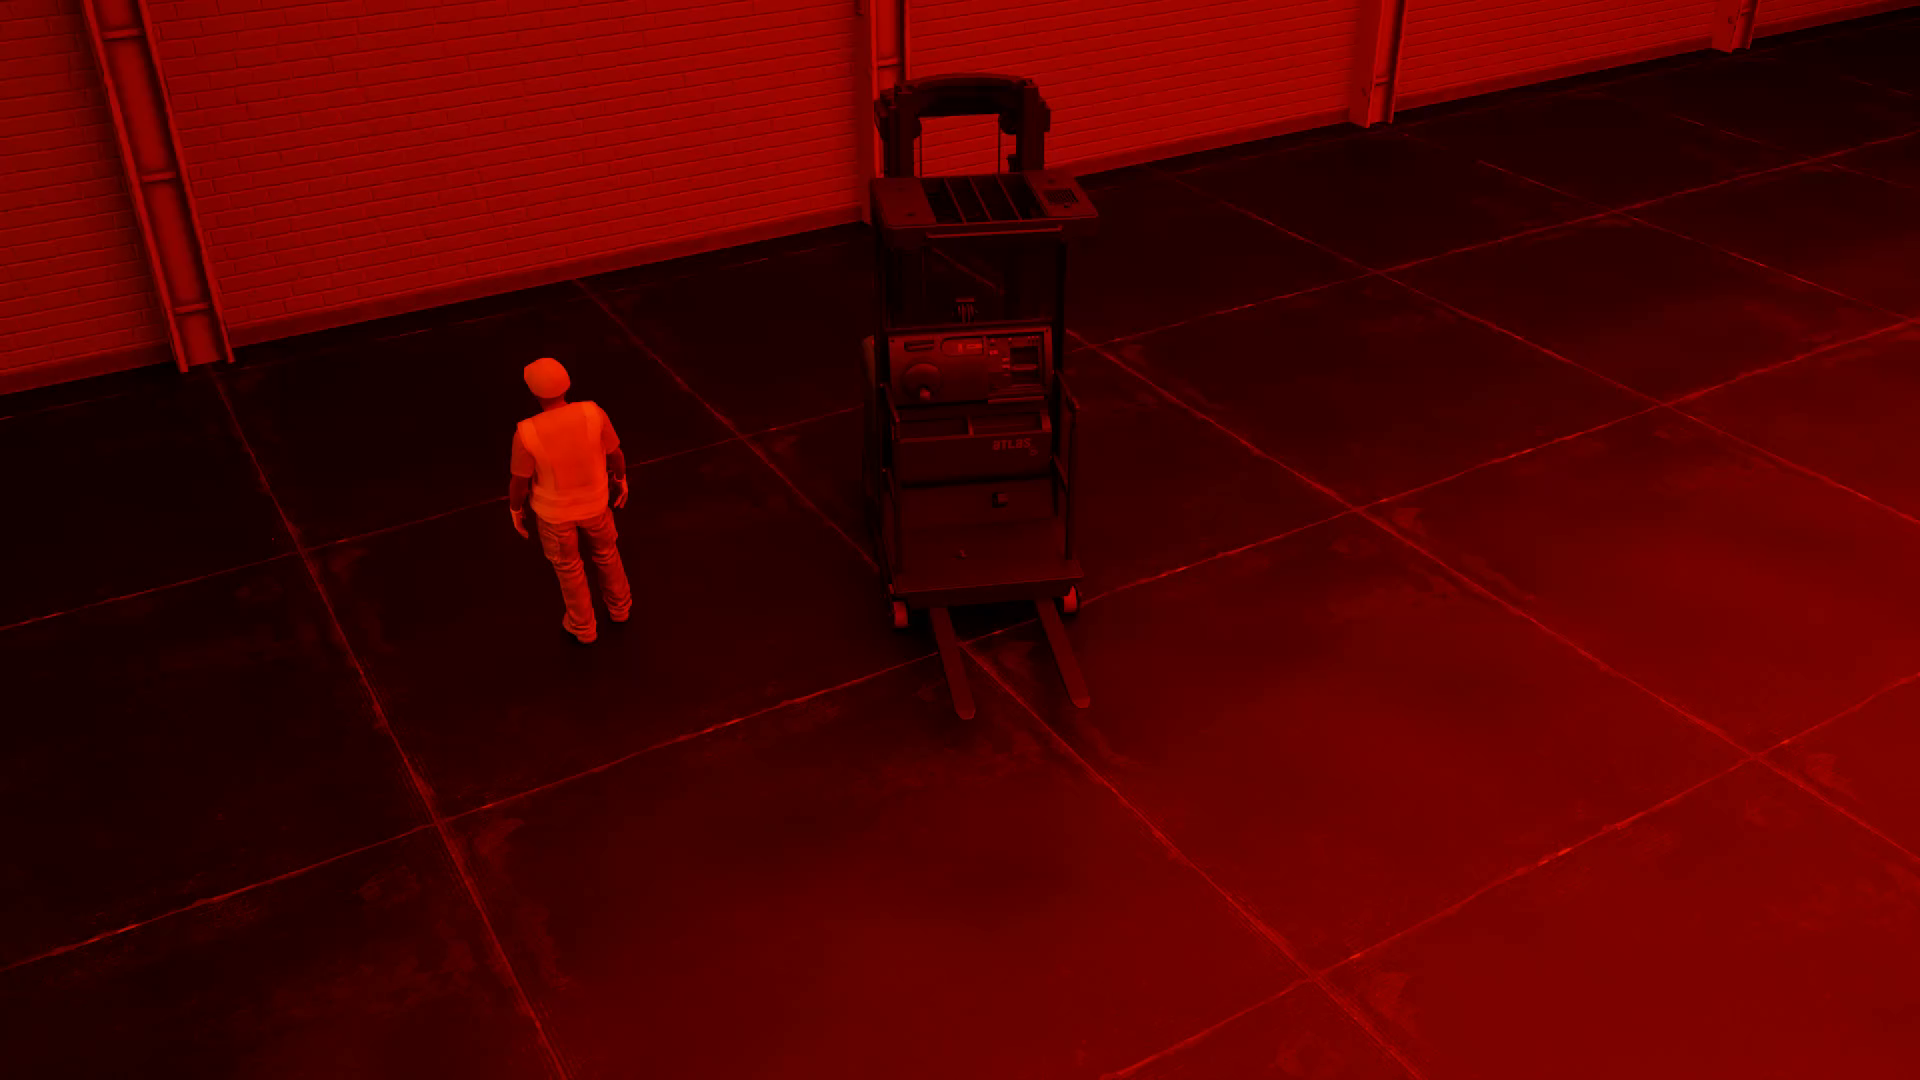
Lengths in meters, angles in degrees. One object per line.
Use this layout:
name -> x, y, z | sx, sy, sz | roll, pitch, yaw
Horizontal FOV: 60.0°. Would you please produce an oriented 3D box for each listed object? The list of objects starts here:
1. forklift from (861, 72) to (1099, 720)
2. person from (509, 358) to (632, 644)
forklift -> 0.099, -0.941, 9.218 | 1.130, 2.935, 3.031 | -5, 31, -8
person -> -2.158, -0.239, 9.149 | 0.656, 1.782, 0.578 | -15, 34, -23
